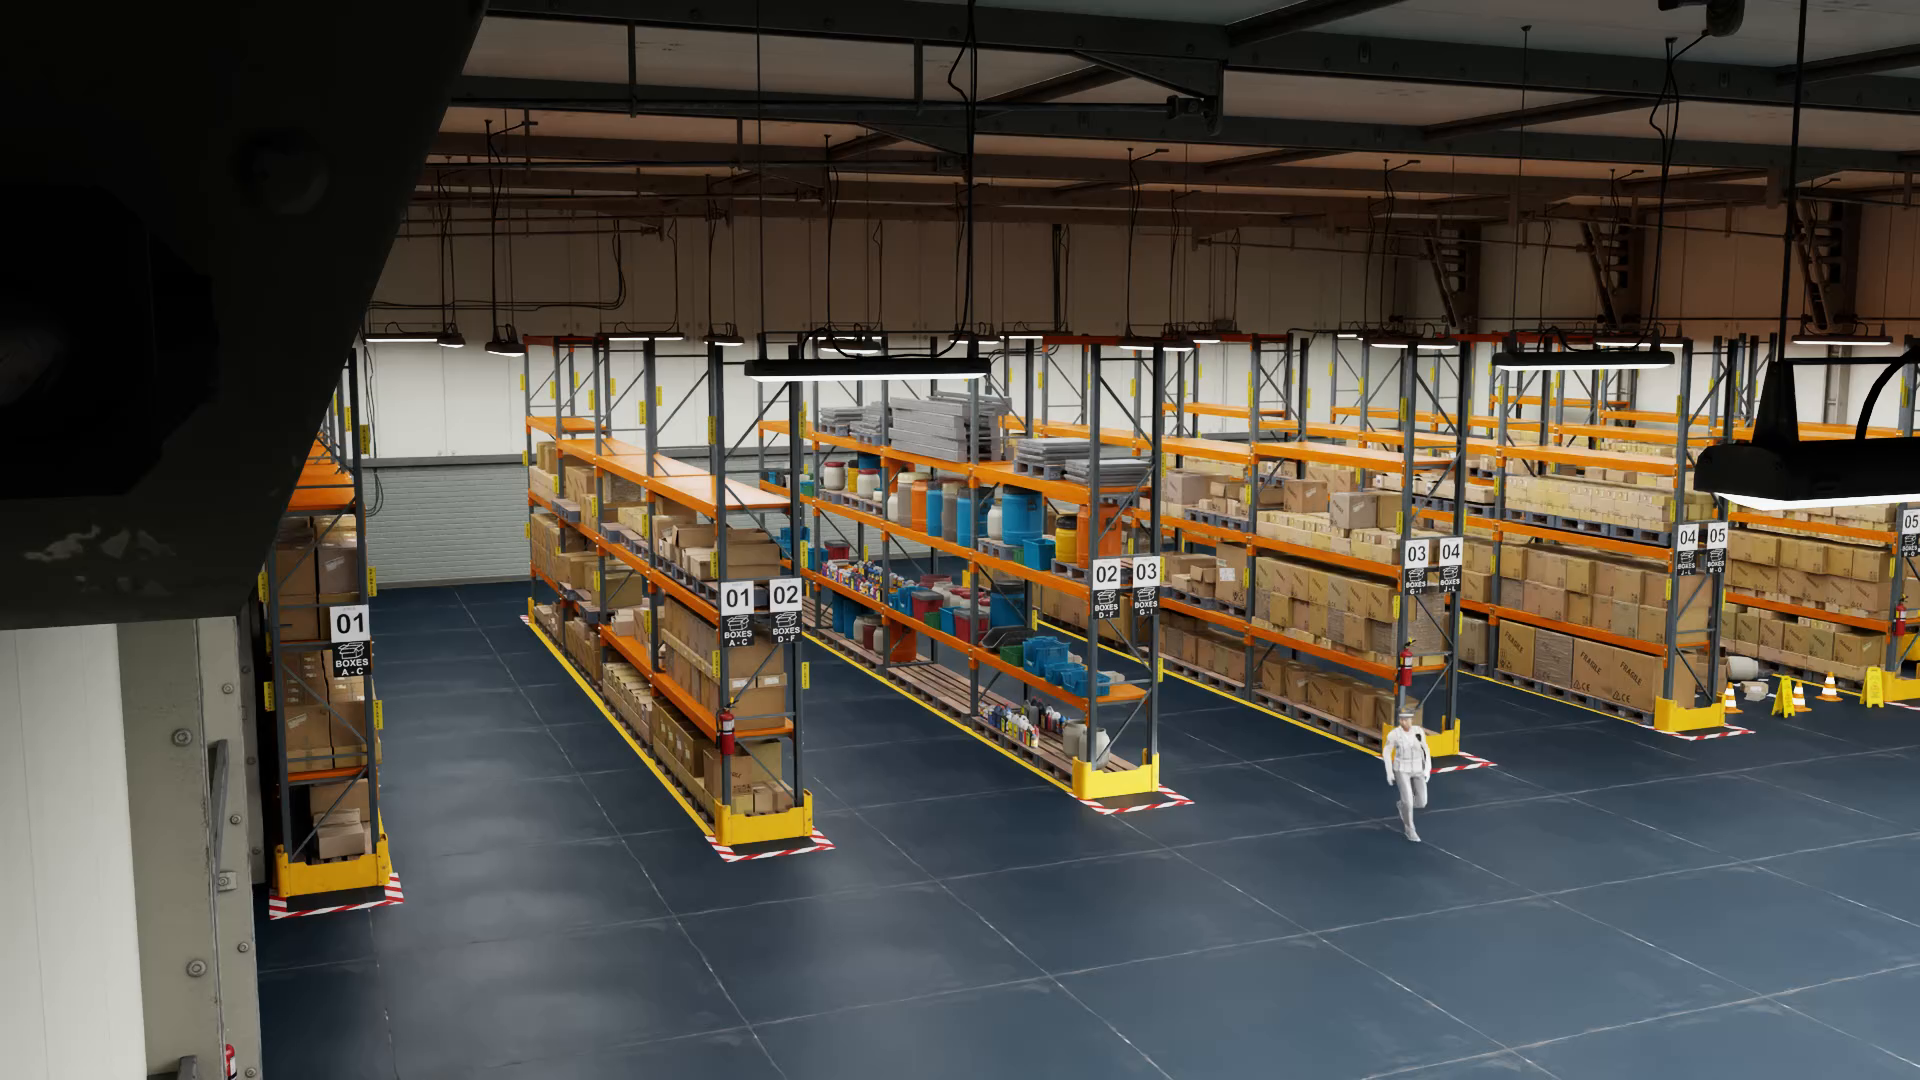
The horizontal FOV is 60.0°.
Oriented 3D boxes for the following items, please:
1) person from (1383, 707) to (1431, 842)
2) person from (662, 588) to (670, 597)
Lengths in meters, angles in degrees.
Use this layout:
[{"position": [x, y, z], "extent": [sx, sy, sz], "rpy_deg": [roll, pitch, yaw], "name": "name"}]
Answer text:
[{"position": [5.465, 2.830, 20.359], "extent": [0.549, 1.647, 0.551], "rpy_deg": [-1, 8, -8], "name": "person"}, {"position": [-5.792, 0.988, 33.649], "extent": [0.561, 1.700, 1.076], "rpy_deg": [-3, 8, -18], "name": "person"}]
